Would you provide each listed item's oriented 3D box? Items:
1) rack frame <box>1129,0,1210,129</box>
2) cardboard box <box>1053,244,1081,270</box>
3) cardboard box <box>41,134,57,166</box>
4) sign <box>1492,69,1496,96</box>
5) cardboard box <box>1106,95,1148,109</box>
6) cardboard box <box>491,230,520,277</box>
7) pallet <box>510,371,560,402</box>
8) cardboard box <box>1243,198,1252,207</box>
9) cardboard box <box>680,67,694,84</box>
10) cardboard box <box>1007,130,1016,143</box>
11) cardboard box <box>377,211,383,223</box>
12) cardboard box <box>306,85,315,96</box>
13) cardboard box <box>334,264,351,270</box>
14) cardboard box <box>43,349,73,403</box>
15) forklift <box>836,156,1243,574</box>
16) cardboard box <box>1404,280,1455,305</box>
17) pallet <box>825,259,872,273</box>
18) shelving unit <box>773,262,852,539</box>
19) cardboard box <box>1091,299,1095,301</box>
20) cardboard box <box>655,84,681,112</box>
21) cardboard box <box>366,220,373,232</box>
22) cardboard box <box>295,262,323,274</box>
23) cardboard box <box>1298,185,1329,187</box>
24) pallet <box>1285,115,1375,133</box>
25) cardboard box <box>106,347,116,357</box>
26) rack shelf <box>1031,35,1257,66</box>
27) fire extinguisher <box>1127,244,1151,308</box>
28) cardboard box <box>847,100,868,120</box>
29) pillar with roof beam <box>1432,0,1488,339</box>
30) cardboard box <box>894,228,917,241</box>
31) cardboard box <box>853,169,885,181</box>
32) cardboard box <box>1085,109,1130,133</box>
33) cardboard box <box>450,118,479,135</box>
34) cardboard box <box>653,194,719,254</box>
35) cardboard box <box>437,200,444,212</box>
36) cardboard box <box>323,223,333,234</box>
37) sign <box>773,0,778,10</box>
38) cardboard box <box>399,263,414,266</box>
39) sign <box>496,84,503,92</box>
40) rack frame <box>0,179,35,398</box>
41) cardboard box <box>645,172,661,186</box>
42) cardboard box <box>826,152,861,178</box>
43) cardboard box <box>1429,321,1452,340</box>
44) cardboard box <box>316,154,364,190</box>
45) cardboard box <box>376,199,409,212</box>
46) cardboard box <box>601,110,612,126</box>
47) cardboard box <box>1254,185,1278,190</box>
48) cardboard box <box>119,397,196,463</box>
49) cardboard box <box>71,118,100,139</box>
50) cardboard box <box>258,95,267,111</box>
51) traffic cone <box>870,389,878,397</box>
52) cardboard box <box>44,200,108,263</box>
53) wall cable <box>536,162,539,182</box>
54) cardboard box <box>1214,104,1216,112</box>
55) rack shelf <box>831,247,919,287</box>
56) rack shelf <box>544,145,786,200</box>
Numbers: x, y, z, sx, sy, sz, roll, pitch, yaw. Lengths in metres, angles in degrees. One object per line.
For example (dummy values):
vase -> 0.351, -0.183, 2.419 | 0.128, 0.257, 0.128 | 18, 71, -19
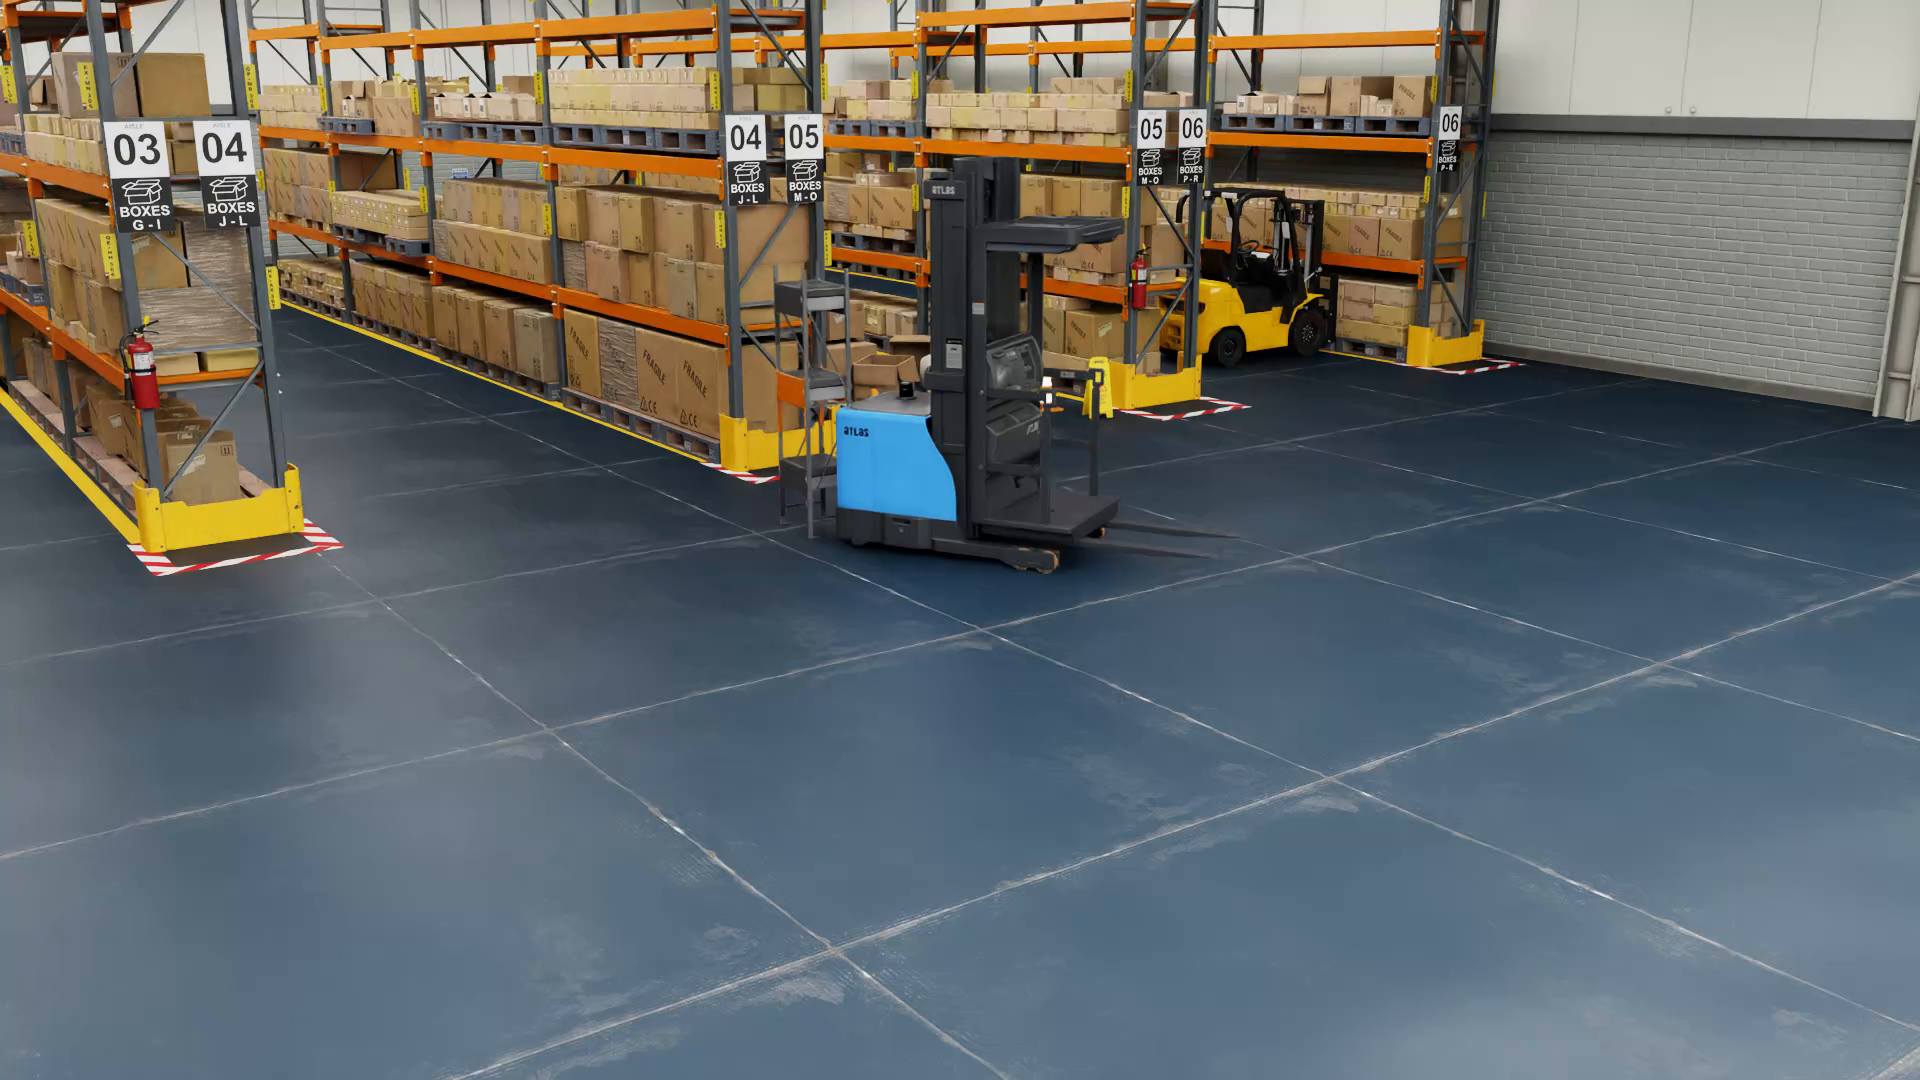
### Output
rack frame -> 2.239, -5.885, 17.532 | 1.000, 3.000, 0.127 | -11, 19, -35
cardboard box -> 1.406, -3.364, 18.932 | 0.500, 0.500, 0.500 | -11, 19, -34
cardboard box -> -7.473, -3.326, 14.148 | 0.500, 0.250, 0.500 | -12, 19, -37
sign -> 6.704, -5.754, 20.930 | 0.100, 0.325, 0.005 | -11, 19, -35
cardboard box -> 1.801, -4.728, 17.952 | 0.380, 0.149, 0.250 | -11, 19, -34
cardboard box -> -5.175, -3.390, 19.589 | 0.500, 0.500, 0.500 | -11, 19, -34
pallet -> -4.572, -1.864, 19.486 | 1.003, 0.211, 1.213 | -11, 19, -35
cardboard box -> 4.204, -4.763, 23.377 | 0.380, 0.149, 0.250 | -11, 19, -35
cardboard box -> -2.324, -4.235, 15.167 | 0.380, 0.149, 0.250 | -11, 19, -34
cardboard box -> 0.779, -4.737, 19.494 | 0.380, 0.149, 0.250 | -11, 19, -34
cardboard box -> -7.675, -4.389, 22.547 | 0.380, 0.149, 0.250 | -11, 19, -35
cardboard box -> -9.508, -6.697, 24.761 | 0.380, 0.149, 0.250 | -11, 19, -35
cardboard box -> -9.872, -4.373, 26.851 | 0.380, 0.149, 0.250 | -12, 19, -36
cardboard box -> -9.395, -1.792, 17.842 | 0.700, 0.500, 0.500 | -9, 18, -30
forklift -> 0.594, -1.326, 12.367 | 3.031, 2.935, 1.130 | 7, 17, 24
cardboard box -> 6.122, -3.253, 21.800 | 0.500, 0.250, 0.500 | -11, 19, -35
pallet -> -1.929, -5.388, 32.361 | 1.003, 0.211, 1.213 | -11, 19, -35
shelving unit -> -1.154, -1.105, 13.135 | 0.431, 2.100, 0.503 | -10, 18, -31
cardboard box -> 1.374, -2.669, 20.138 | 0.500, 0.500, 0.500 | -10, 18, -33
cardboard box -> -2.513, -4.138, 15.568 | 0.500, 0.250, 0.500 | -11, 19, -34
cardboard box -> -7.984, -4.358, 22.995 | 0.380, 0.149, 0.250 | -12, 19, -37
cardboard box -> -10.563, -4.414, 26.999 | 0.380, 0.149, 0.250 | -12, 19, -37
cardboard box -> 4.946, -4.883, 23.255 | 0.380, 0.149, 0.250 | -11, 19, -35
pallet -> 5.135, -5.583, 22.276 | 1.003, 0.211, 1.213 | -11, 19, -35
cardboard box -> -6.860, -1.625, 13.808 | 0.380, 0.149, 0.250 | -11, 19, -35
rack shelf -> 2.724, -7.398, 25.179 | 1.077, 0.370, 4.000 | -11, 19, -35
fire extinguisher -> 1.933, -2.858, 17.983 | 0.296, 0.674, 0.183 | -11, 19, -35
cardboard box -> -1.166, -5.743, 22.183 | 0.500, 0.250, 0.500 | -11, 19, -34
pillar with roof beam -> 3.089, -6.277, 18.963 | 9.100, 9.000, 0.400 | -11, 19, -35
cardboard box -> -0.639, -3.994, 21.667 | 0.380, 0.149, 0.250 | -11, 19, -34
cardboard box -> -1.275, -5.101, 23.255 | 0.380, 0.149, 0.250 | -12, 19, -37
cardboard box -> 1.720, -4.577, 18.155 | 0.500, 0.250, 0.500 | -11, 19, -35
cardboard box -> -6.530, -5.568, 21.866 | 0.500, 0.500, 0.500 | -11, 19, -35
cardboard box -> -2.510, -3.124, 16.478 | 0.875, 0.550, 0.550 | -11, 19, -35
cardboard box -> -6.825, -4.517, 22.451 | 0.380, 0.149, 0.250 | -11, 19, -35
cardboard box -> -9.358, -4.706, 25.062 | 0.380, 0.149, 0.250 | -11, 19, -36
sign -> -3.595, -10.477, 32.391 | 0.100, 0.325, 0.005 | -11, 19, -35
cardboard box -> -7.828, -3.891, 24.129 | 0.500, 0.250, 0.500 | -10, 18, -32
sign -> -5.956, -5.729, 21.513 | 0.100, 0.325, 0.005 | -11, 19, -35
rack frame -> -10.481, -3.162, 18.945 | 1.000, 3.000, 0.127 | -11, 19, -35
cardboard box -> -4.791, -5.946, 27.034 | 0.500, 0.500, 0.500 | -11, 19, -34
cardboard box -> -2.225, -7.153, 31.829 | 0.500, 0.500, 0.500 | -10, 18, -33
cardboard box -> 6.121, -2.774, 21.943 | 0.500, 0.250, 0.500 | -11, 19, -34
cardboard box -> -9.257, -5.496, 24.829 | 0.500, 0.500, 0.500 | -12, 19, -36
cardboard box -> -7.665, -4.530, 22.500 | 0.380, 0.149, 0.250 | -11, 19, -35
cardboard box -> -3.368, -4.230, 16.658 | 0.380, 0.149, 0.250 | -11, 19, -34
cardboard box -> 4.300, -4.841, 23.101 | 0.380, 0.149, 0.250 | -10, 18, -33
cardboard box -> -7.155, -0.971, 14.882 | 0.500, 0.500, 0.500 | -13, 20, -39
cardboard box -> -6.667, -3.196, 12.918 | 0.380, 0.149, 0.250 | -11, 19, -34
cardboard box -> -11.060, -7.097, 26.981 | 0.500, 0.250, 0.500 | -11, 18, -34
traffic cone -> -0.869, -1.312, 16.992 | 0.336, 0.463, 0.334 | -11, 19, -35
cardboard box -> -7.775, -2.739, 14.755 | 0.500, 0.500, 0.500 | -11, 19, -35
wall cable -> -9.363, -8.321, 35.872 | 0.588, 1.984, 0.122 | -11, 19, -35
cardboard box -> 3.560, -6.405, 24.604 | 0.380, 0.149, 0.250 | -11, 19, -35
rack shelf -> -1.289, -3.926, 23.100 | 1.077, 0.370, 4.000 | -11, 19, -35
rack shelf -> -2.882, -3.728, 16.697 | 1.077, 0.370, 4.000 | -11, 19, -35
